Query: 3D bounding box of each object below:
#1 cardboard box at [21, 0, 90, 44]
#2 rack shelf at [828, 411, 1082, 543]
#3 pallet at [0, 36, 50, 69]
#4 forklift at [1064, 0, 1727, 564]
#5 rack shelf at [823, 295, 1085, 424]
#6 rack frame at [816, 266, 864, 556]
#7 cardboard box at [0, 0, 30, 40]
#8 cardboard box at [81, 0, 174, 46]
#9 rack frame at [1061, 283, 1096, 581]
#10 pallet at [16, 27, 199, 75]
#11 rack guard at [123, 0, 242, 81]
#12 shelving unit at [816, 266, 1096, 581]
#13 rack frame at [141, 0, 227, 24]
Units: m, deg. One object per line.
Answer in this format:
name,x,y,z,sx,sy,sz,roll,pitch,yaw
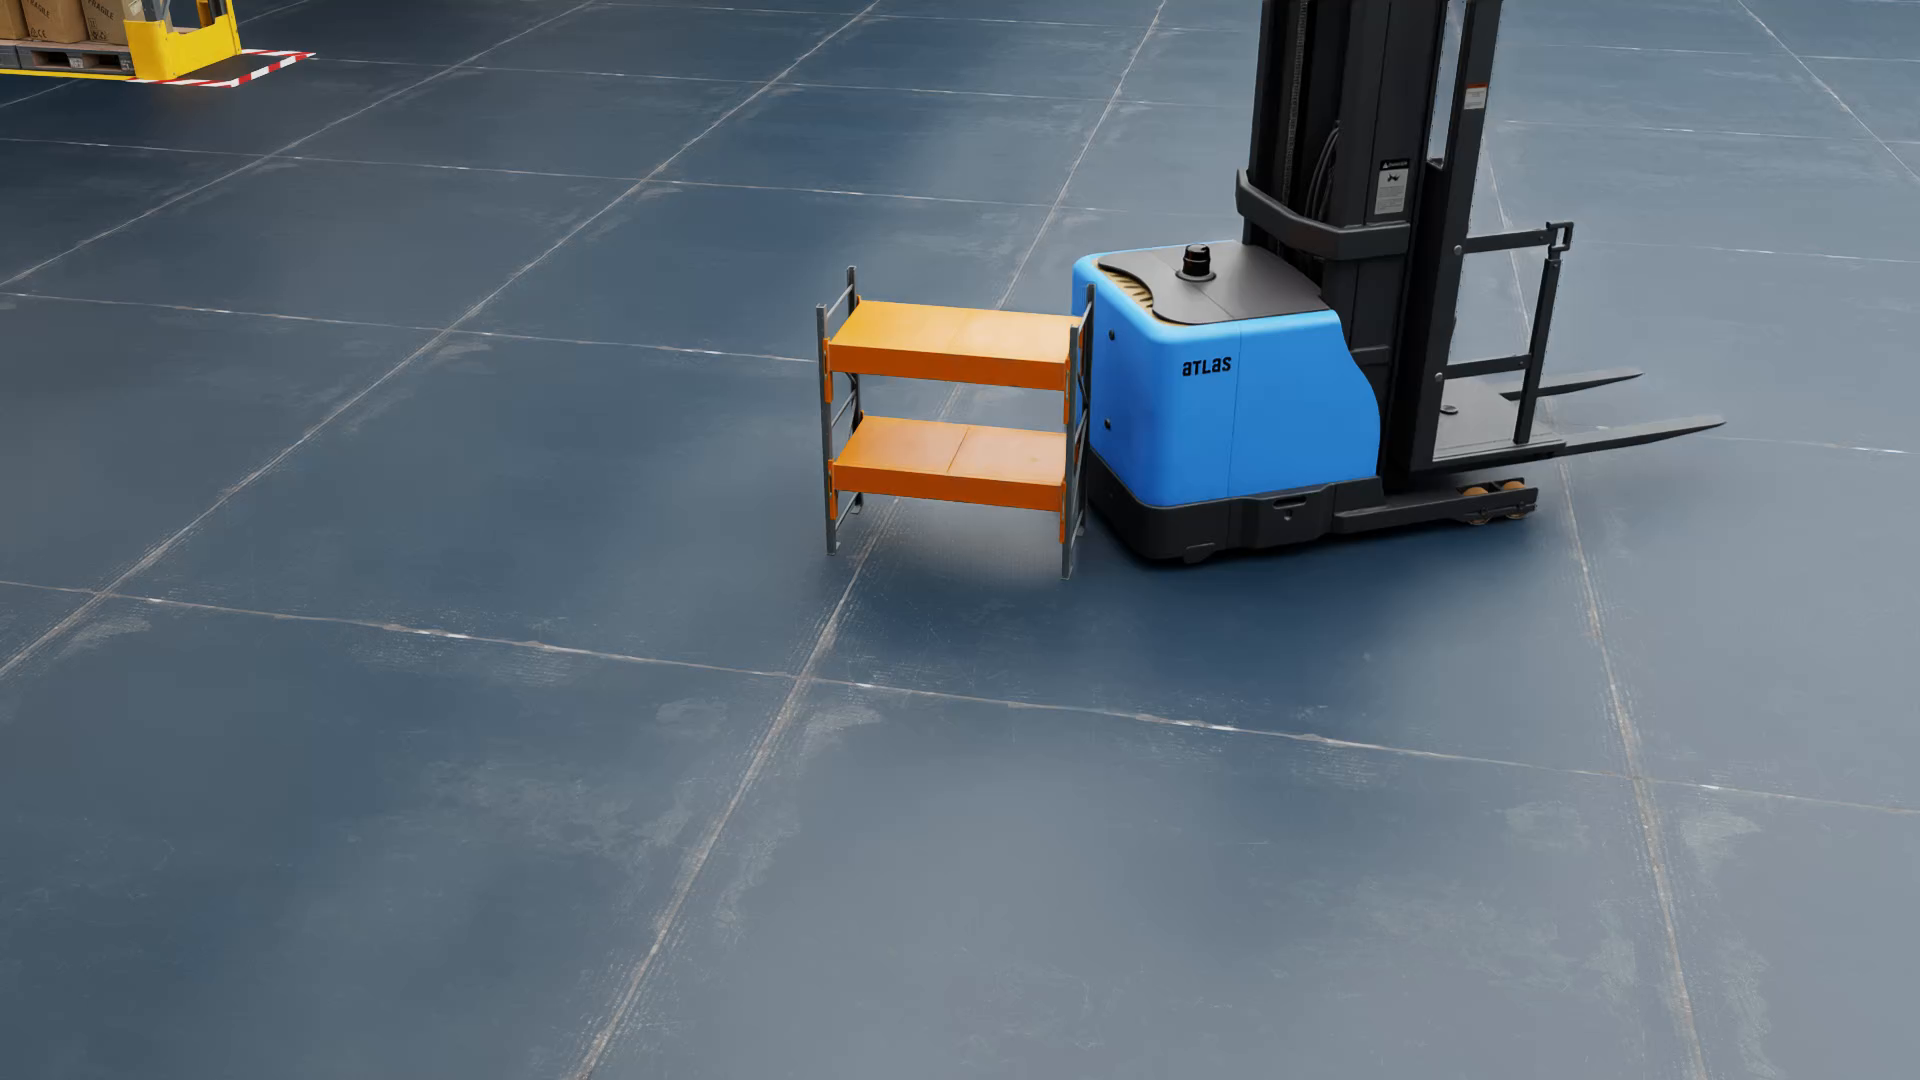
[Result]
cardboard box,-8.136,-4.839,15.132,0.500,0.500,0.500,14,32,24
rack shelf,-0.007,-0.280,7.099,1.000,0.278,0.538,6,29,11
pallet,-8.988,-4.643,15.512,1.213,0.211,1.003,6,29,11
forklift,2.055,-1.584,7.091,3.031,2.935,1.130,-8,30,-15
rack shelf,-0.007,-0.751,6.841,1.000,0.278,0.538,6,29,11
rack frame,-0.504,-0.545,7.074,0.032,1.125,0.500,6,29,11
cardboard box,-8.744,-4.911,15.263,0.500,0.500,0.500,9,30,15
cardboard box,-7.544,-4.796,15.052,0.500,0.500,0.500,11,31,20
rack frame,0.491,-0.443,6.888,0.032,1.125,0.500,6,29,11
pallet,-7.799,-4.520,15.286,1.213,0.211,1.003,6,29,11
rack guard,-7.011,-4.549,15.038,0.348,0.500,1.175,6,29,11
shelving unit,-0.007,-0.494,6.981,1.048,1.125,0.538,6,29,11
rack frame,-6.937,-5.637,14.424,0.127,3.000,1.000,6,29,11
